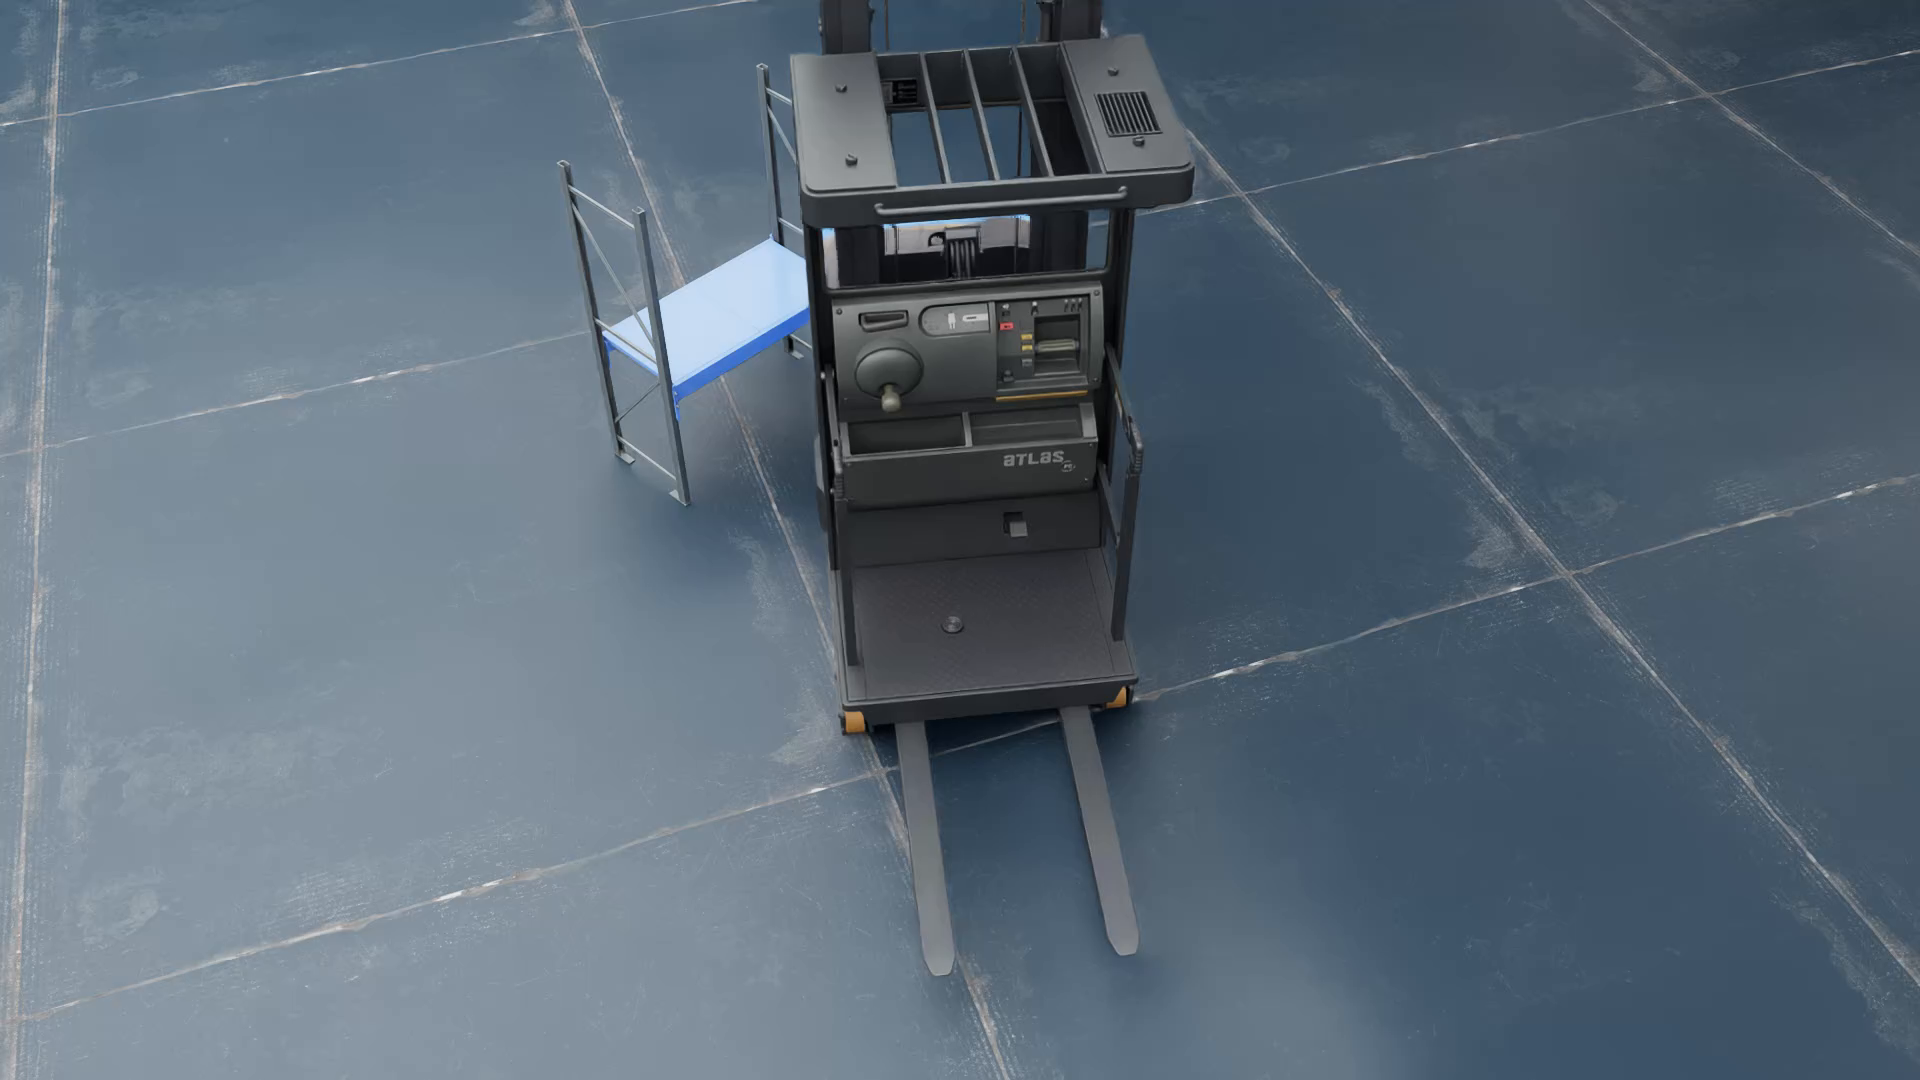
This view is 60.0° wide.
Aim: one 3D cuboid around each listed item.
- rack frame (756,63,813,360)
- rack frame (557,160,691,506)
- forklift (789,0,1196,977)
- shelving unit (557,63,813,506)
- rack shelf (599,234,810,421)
[{"bbox_3d":[-0.655,-1.325,7.321,0.500,1.500,0.032,34,54,29],"label":"rack frame"},{"bbox_3d":[-1.358,-0.804,6.802,0.500,1.500,0.032,34,54,29],"label":"rack frame"},{"bbox_3d":[0.061,-0.567,5.555,1.130,2.935,3.031,-5,45,-5],"label":"forklift"},{"bbox_3d":[-1.006,-1.065,7.061,0.538,1.500,1.048,34,54,29],"label":"shelving unit"},{"bbox_3d":[-1.006,-0.938,7.189,0.538,0.185,1.000,34,54,29],"label":"rack shelf"}]
